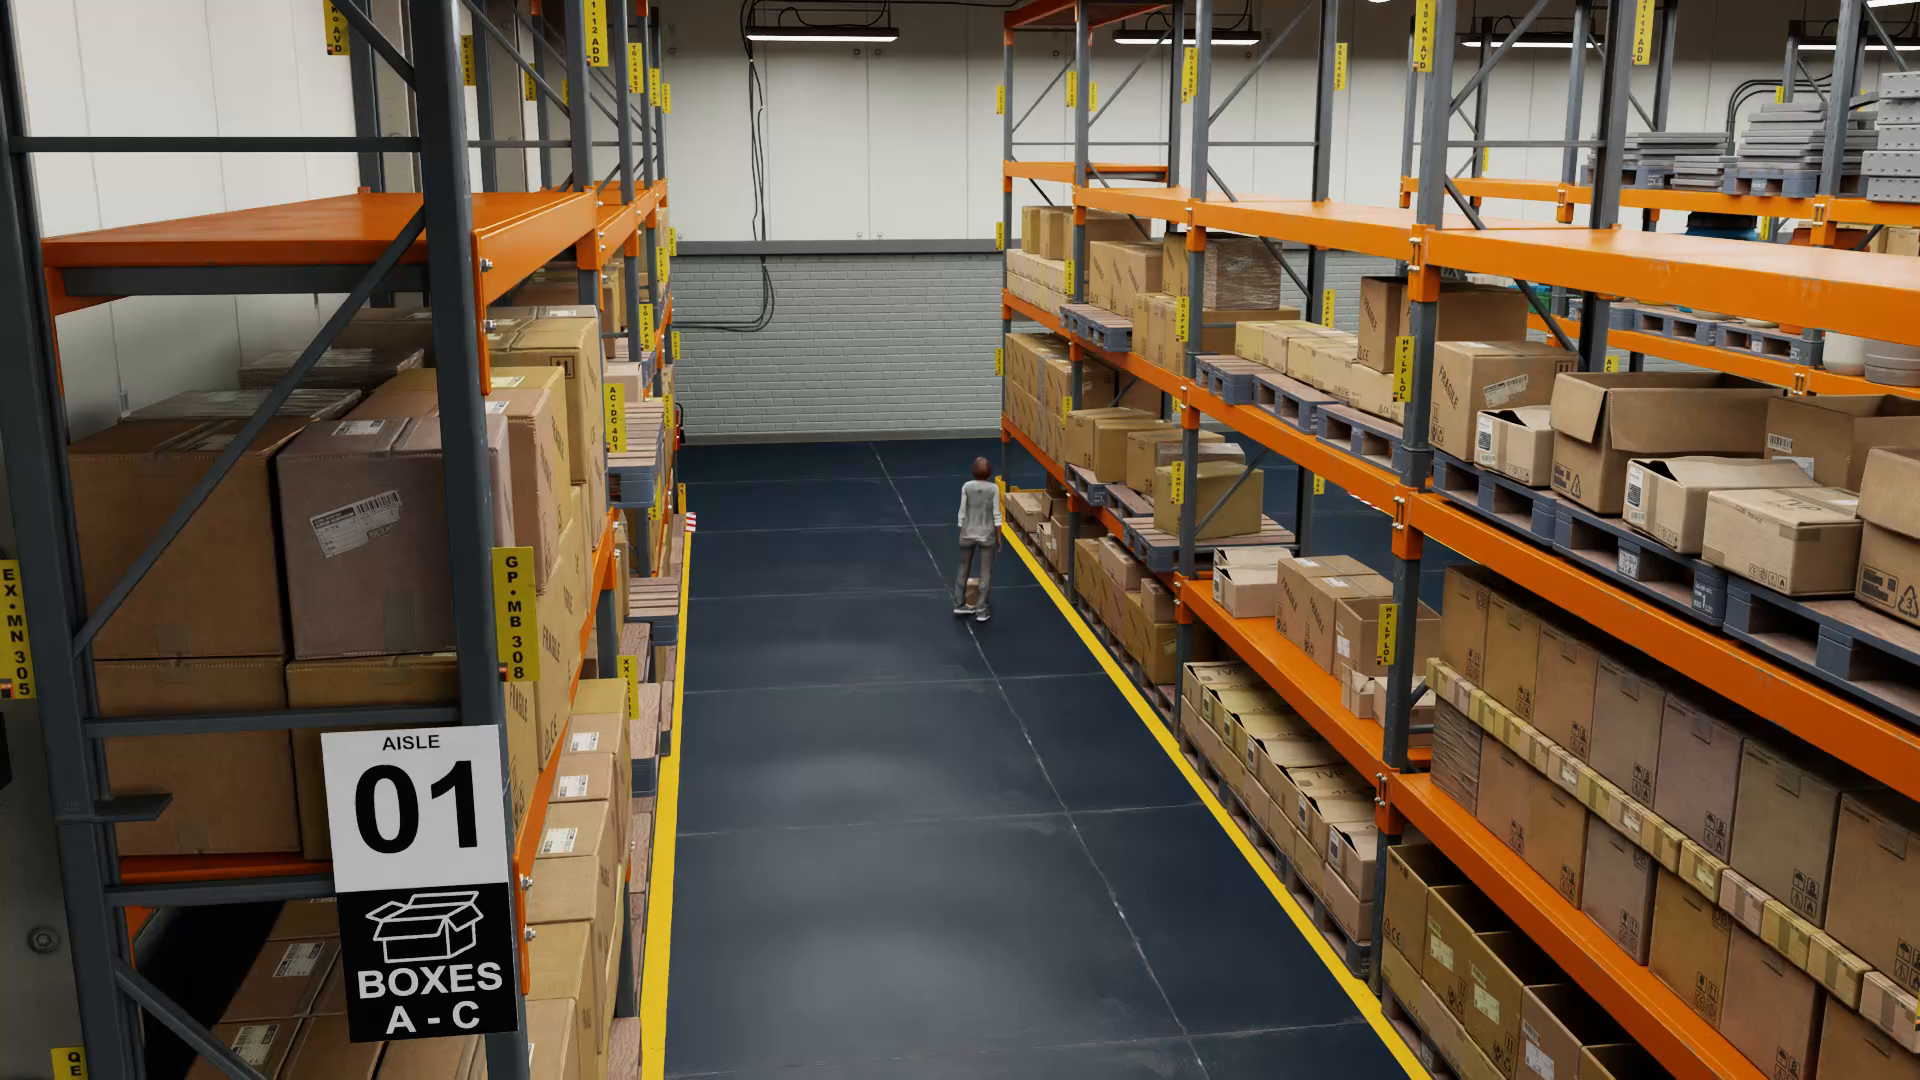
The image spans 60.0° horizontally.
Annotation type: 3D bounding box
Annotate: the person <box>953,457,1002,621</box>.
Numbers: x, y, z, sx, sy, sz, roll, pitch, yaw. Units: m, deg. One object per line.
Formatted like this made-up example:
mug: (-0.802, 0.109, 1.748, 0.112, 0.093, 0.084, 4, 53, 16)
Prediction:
person: (0.169, -0.004, 16.052, 0.490, 1.575, 0.425, 1, 13, 6)
